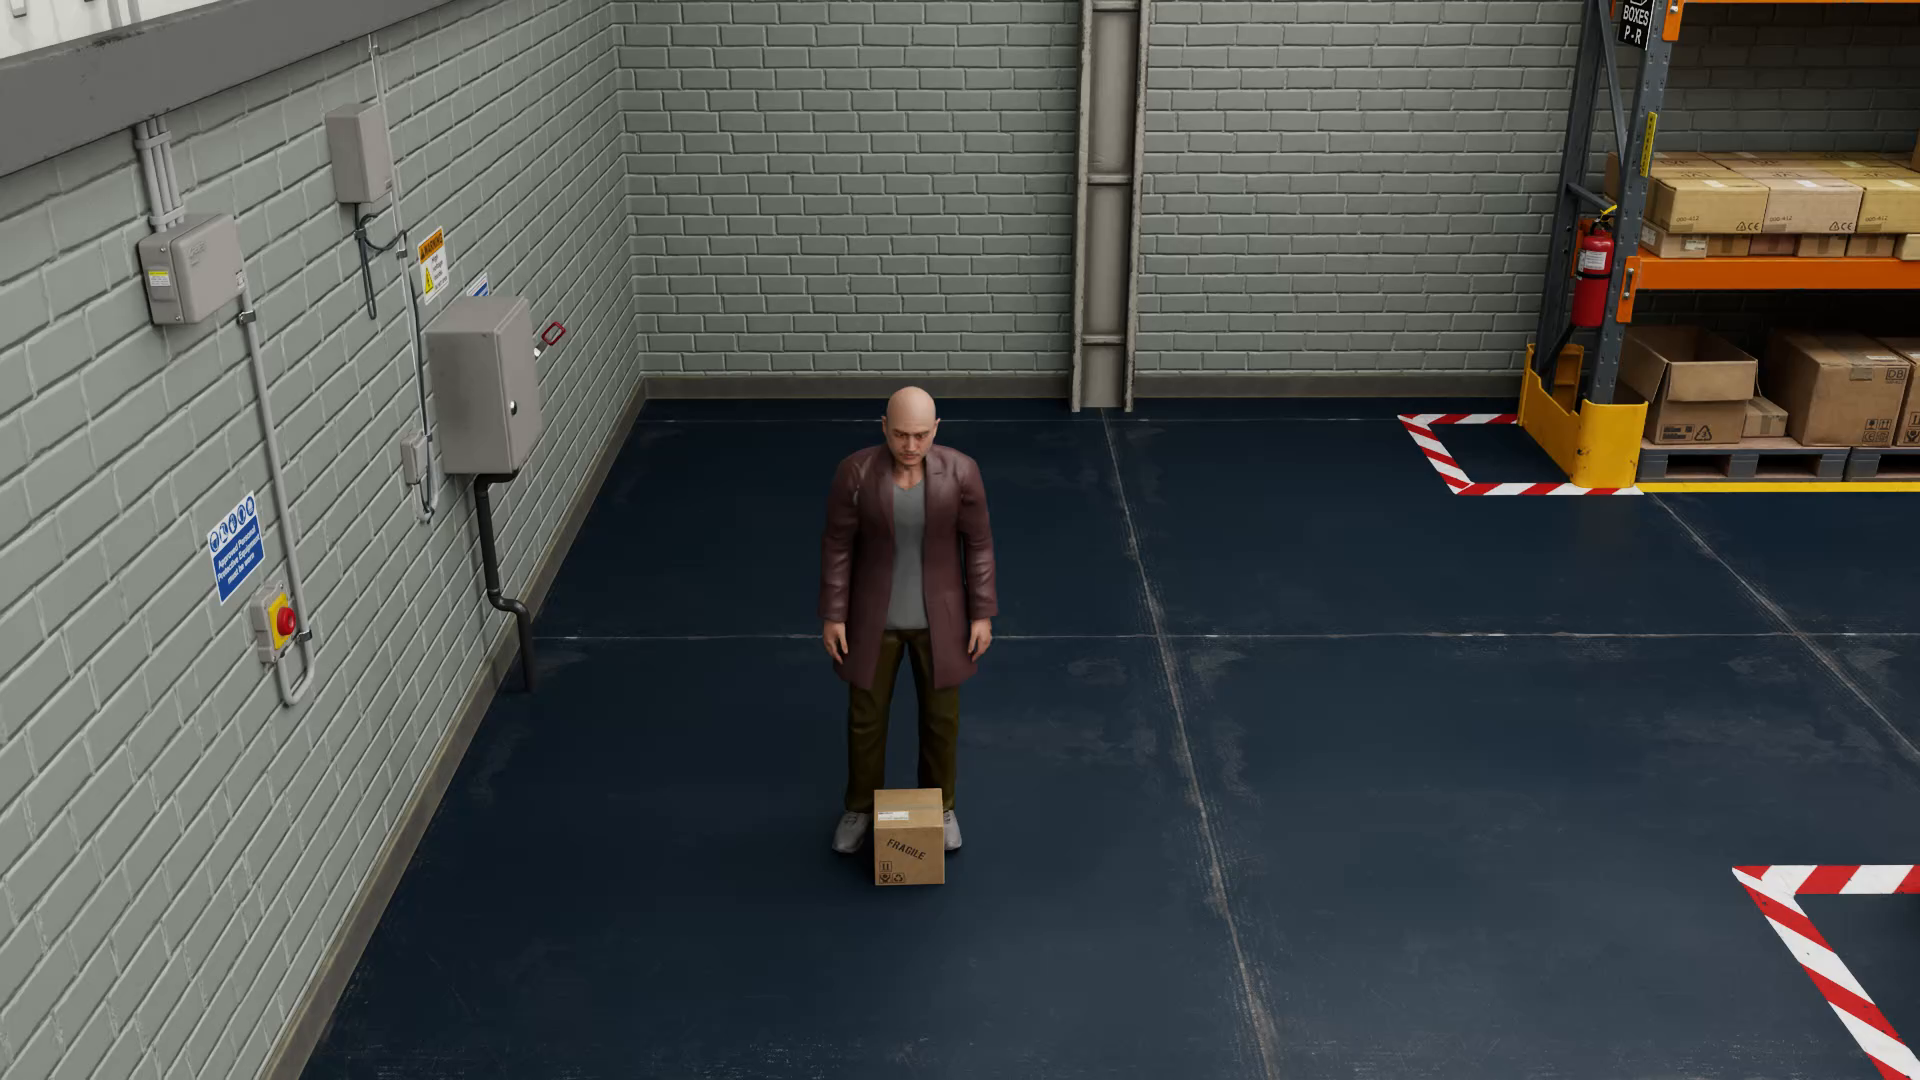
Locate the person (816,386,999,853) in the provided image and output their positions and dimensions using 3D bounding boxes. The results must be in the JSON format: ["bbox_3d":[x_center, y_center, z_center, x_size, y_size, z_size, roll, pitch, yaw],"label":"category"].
[{"bbox_3d":[-0.188,0.282,5.980,0.654,1.774,0.416,-1,24,-2],"label":"person"}]
